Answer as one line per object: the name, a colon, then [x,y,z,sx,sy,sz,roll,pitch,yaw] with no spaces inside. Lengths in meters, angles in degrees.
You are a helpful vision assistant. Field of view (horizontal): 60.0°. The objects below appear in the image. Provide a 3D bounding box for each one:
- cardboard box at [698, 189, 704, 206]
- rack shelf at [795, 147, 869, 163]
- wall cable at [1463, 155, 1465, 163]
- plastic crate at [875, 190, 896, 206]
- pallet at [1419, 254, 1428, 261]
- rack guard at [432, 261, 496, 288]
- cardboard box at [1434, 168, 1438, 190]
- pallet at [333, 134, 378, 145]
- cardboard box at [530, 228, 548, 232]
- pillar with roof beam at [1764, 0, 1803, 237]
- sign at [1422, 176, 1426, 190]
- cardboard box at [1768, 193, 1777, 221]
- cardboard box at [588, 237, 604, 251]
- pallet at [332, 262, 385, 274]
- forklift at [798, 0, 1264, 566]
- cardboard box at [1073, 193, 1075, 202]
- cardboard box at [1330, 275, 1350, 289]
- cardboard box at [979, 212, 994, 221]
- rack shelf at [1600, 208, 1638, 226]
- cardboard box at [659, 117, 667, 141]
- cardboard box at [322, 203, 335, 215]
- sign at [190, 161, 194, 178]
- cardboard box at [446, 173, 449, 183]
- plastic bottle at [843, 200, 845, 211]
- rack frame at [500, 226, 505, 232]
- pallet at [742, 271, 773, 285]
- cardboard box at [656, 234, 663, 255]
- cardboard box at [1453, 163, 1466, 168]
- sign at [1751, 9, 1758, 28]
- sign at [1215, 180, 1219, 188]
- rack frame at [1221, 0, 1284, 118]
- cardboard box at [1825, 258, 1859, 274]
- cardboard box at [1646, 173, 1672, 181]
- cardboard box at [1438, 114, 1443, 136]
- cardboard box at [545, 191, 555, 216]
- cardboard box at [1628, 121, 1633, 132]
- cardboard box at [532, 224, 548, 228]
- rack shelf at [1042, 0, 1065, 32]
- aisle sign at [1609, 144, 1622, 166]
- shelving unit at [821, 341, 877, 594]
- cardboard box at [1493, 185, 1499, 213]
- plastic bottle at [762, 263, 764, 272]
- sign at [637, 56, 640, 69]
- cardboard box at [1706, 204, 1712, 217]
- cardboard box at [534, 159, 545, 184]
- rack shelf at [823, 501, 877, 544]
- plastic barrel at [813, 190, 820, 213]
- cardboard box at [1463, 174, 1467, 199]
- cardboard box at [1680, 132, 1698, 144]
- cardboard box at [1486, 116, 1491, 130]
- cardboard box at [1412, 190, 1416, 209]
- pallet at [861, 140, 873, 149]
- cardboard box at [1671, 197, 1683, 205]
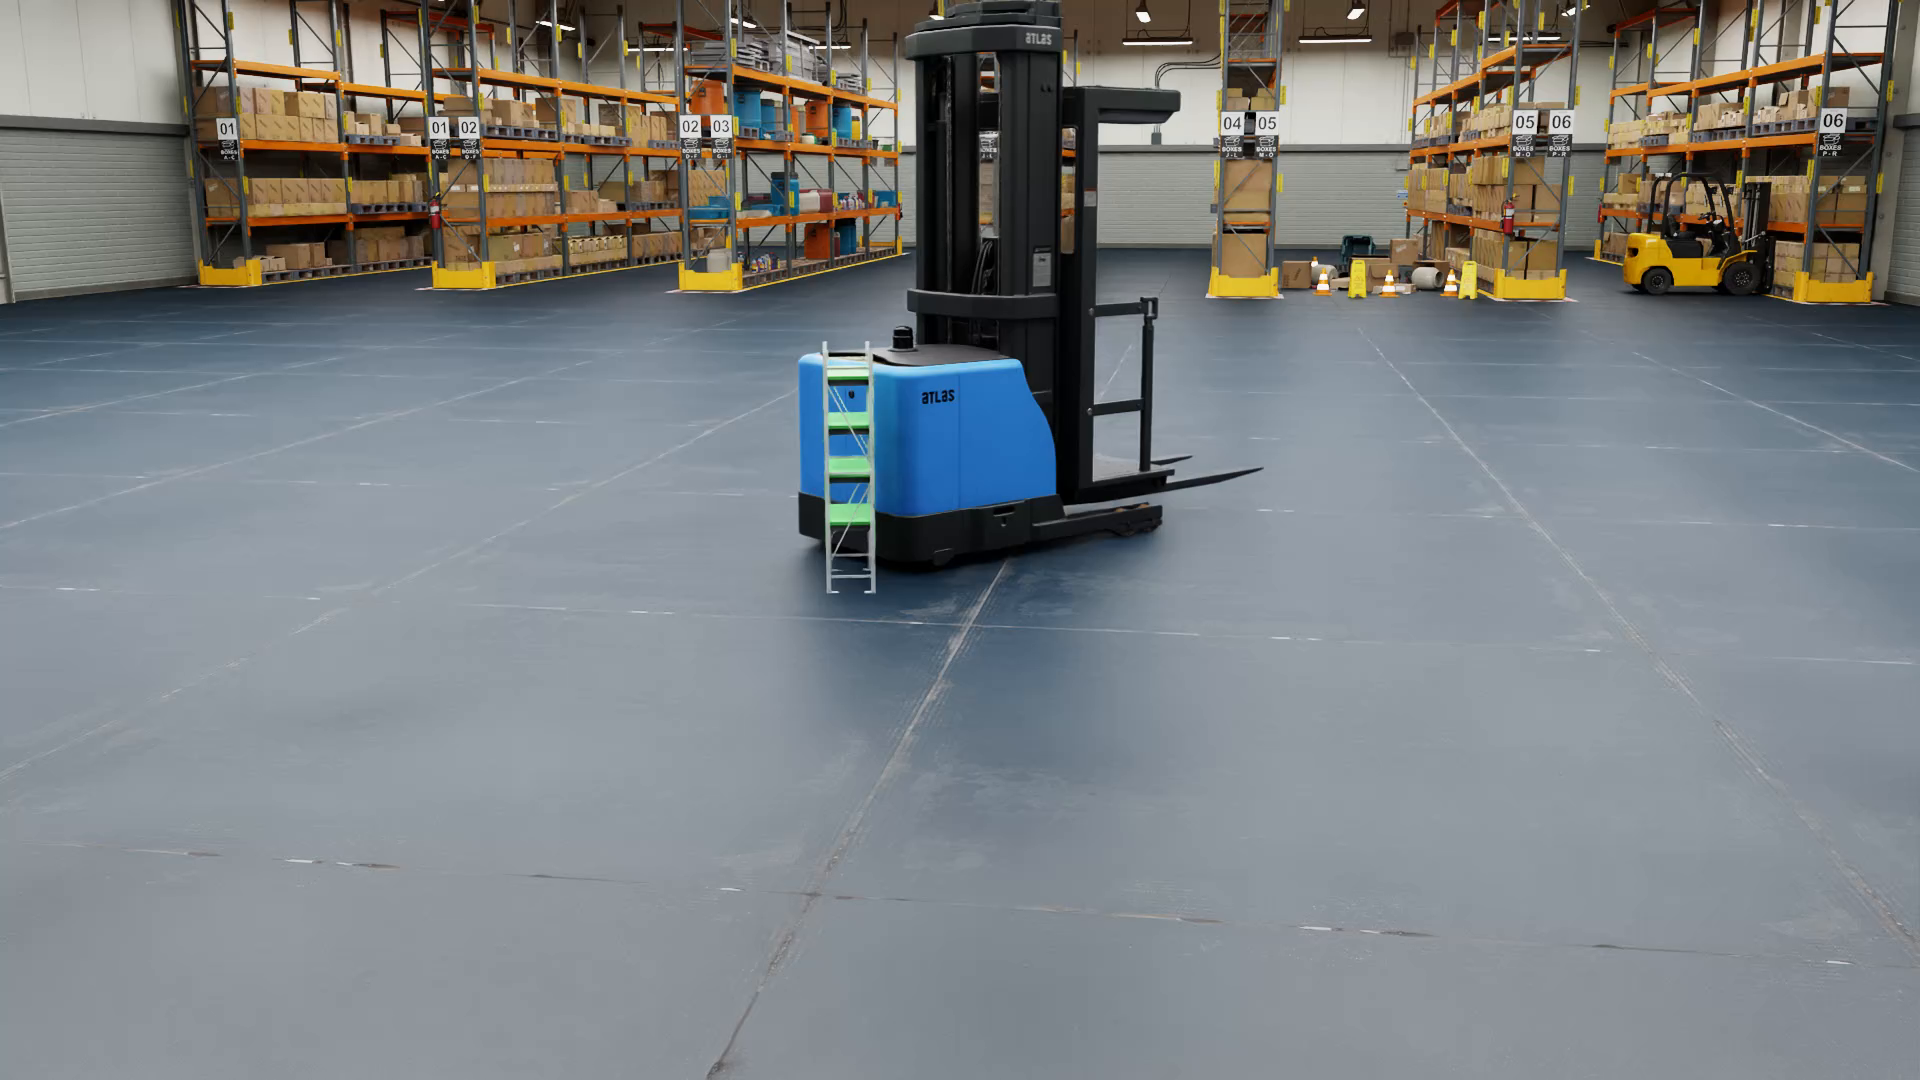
cardboard box: [-7.231,-9.212,44.882,0.500,0.500,0.500,2,12,8]
rack shelf: [-3.147,-9.392,40.543,1.077,0.370,4.000,2,12,9]
wall cable: [14.710,-10.673,49.485,0.588,1.984,0.122,2,12,9]
plastic crate: [-2.091,-9.497,46.217,0.616,0.435,0.499,2,12,9]
pallet: [12.041,-7.005,41.497,1.003,0.211,1.213,2,12,9]
rack guard: [-9.582,-5.130,32.112,1.175,0.500,0.348,2,12,9]
cardboard box: [11.292,-8.349,38.503,0.500,0.500,0.500,2,12,8]
pallet: [-13.658,-8.849,36.761,1.213,0.211,1.003,2,12,9]
cardboard box: [-12.099,-8.578,47.112,0.700,0.500,0.500,2,12,8]
pillar with roof beam: [12.573,-9.991,34.494,9.100,9.000,0.400,2,12,9]
sign: [11.298,-8.692,40.463,0.100,0.325,0.005,2,12,9]
cardboard box: [14.957,-6.034,30.133,0.500,0.500,0.500,2,12,9]
cardboard box: [-8.418,-6.723,37.769,0.500,0.311,0.500,2,12,10]
pallet: [-13.740,-6.149,37.523,1.003,0.211,1.213,2,12,9]
forklift: [0.555,-1.526,9.618,3.031,2.935,1.130,-10,16,-38]
cardboard box: [2.858,-9.329,45.310,0.500,0.250,0.500,2,12,8]
cardboard box: [7.265,-4.932,31.750,0.396,0.266,0.258,4,13,18]
cardboard box: [0.489,-5.964,30.645,0.380,0.149,0.250,2,12,9]
rack shelf: [17.060,-8.117,41.745,1.077,0.370,4.000,2,12,9]
cardboard box: [-7.883,-10.522,42.606,0.600,0.600,0.600,1,12,3]
cardboard box: [-13.717,-7.074,35.507,0.500,0.250,0.500,2,12,9]
sign: [-15.019,-7.260,32.561,0.100,0.325,0.005,2,12,9]
cardboard box: [-12.837,-8.951,41.137,0.500,0.250,0.500,2,12,8]
plastic bottle: [-2.846,-8.142,40.457,0.097,0.271,0.097,0,12,0]
rack frame: [-12.628,-9.015,44.204,1.000,3.000,0.127,2,12,9]
pallet: [-4.399,-5.272,33.457,1.003,0.211,1.213,2,12,9]
cardboard box: [-7.764,-7.423,41.708,0.500,0.500,0.500,1,12,7]
cardboard box: [12.152,-9.124,40.562,0.380,0.149,0.250,2,12,8]
sign: [14.984,-9.830,31.341,0.100,0.325,0.005,2,12,9]
sign: [5.172,-7.229,33.358,0.100,0.325,0.005,2,12,9]
rack frame: [5.095,-8.786,28.904,1.000,3.000,0.127,2,12,9]
cardboard box: [15.184,-4.751,28.762,0.500,0.250,0.500,2,12,10]
cardboard box: [17.244,-8.792,41.041,0.500,0.500,0.500,2,12,7]
cardboard box: [11.216,-9.476,37.992,0.500,0.500,0.500,2,12,9]
cardboard box: [-9.025,-7.146,35.296,0.700,0.500,0.500,2,12,7]
cardboard box: [16.748,-10.159,40.857,0.500,0.250,0.500,2,12,10]
cardboard box: [-11.900,-8.913,47.129,0.380,0.149,0.250,2,12,10]
rack shelf: [1.747,-12.323,39.132,1.077,0.370,4.000,2,12,9]
aisle sign: [17.088,-10.180,43.437,0.394,0.787,0.004,2,12,9]
shelving unit: [-0.562,-0.375,8.385,0.258,1.200,0.503,-1,12,-5]
cardboard box: [9.894,-6.135,29.896,0.500,0.500,0.500,2,12,9]
plastic bottle: [-4.015,-5.523,33.600,0.097,0.201,0.097,0,12,0]
sign: [-8.266,-12.305,42.824,0.100,0.325,0.005,2,12,9]
cardboard box: [15.591,-6.742,34.013,0.500,0.250,0.500,2,12,10]
cardboard box: [-9.102,-7.675,34.671,0.700,0.500,0.500,2,12,9]
rack shelf: [-0.562,-0.078,8.449,0.258,0.148,0.480,-1,12,-5]
plastic barrel: [-3.401,-7.695,37.813,0.421,0.512,0.421,0,12,0]
cardboard box: [10.621,-7.261,34.124,0.500,0.500,0.500,2,12,11]
cardboard box: [15.976,-8.727,36.106,0.500,0.250,0.500,1,12,7]
cardboard box: [10.118,-7.791,31.056,0.500,0.250,0.500,2,12,9]
cardboard box: [11.958,-8.792,42.931,0.500,0.500,0.500,2,12,8]
pallet: [-2.863,-9.902,41.647,1.213,0.211,1.003,2,12,9]
cardboard box: [15.859,-7.451,36.548,0.380,0.149,0.250,2,12,10]
